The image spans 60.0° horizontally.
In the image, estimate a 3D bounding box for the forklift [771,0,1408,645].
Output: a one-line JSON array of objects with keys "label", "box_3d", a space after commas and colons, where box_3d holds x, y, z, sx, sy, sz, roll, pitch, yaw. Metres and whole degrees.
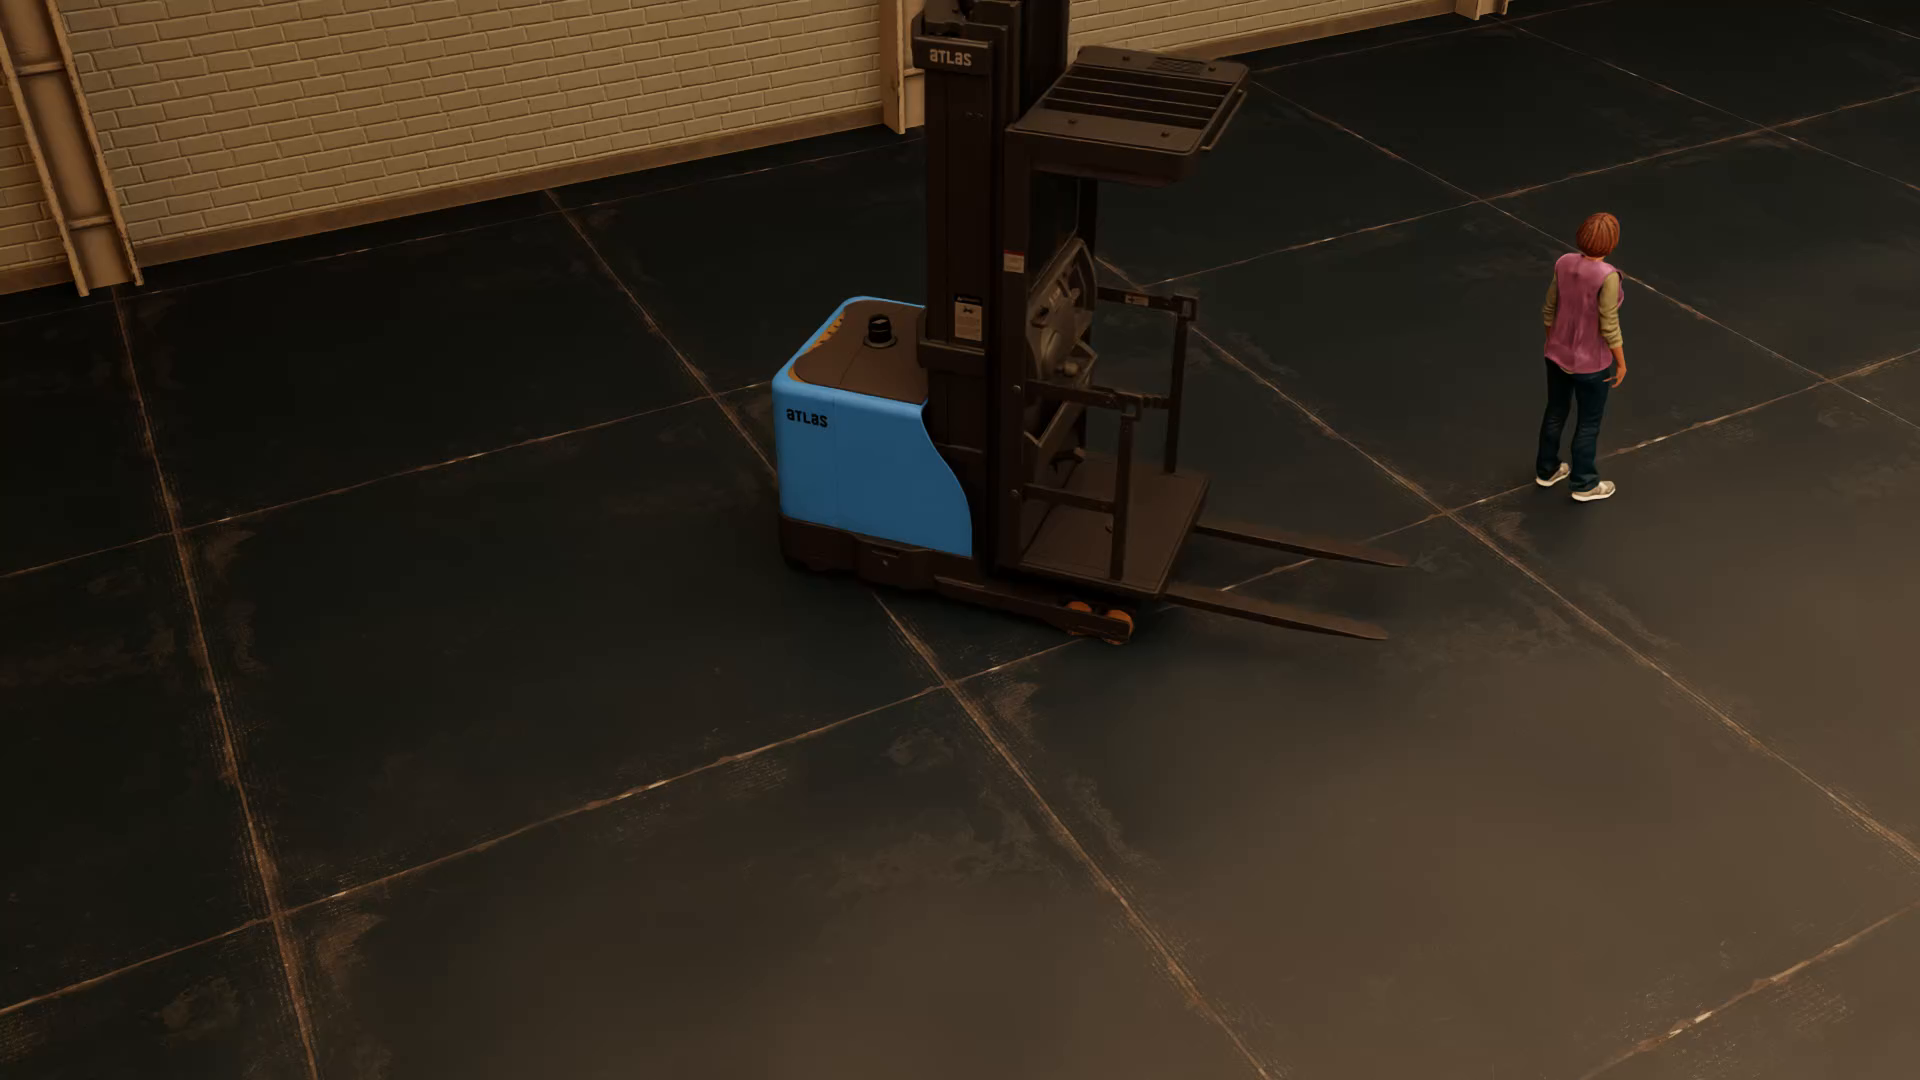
[{"label": "forklift", "box_3d": [0.657, -1.044, 7.600, 3.031, 2.935, 1.130, 12, 37, 17]}]

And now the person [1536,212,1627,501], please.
[{"label": "person", "box_3d": [3.256, -0.957, 8.632, 0.444, 1.608, 0.499, -19, 39, -24]}]
